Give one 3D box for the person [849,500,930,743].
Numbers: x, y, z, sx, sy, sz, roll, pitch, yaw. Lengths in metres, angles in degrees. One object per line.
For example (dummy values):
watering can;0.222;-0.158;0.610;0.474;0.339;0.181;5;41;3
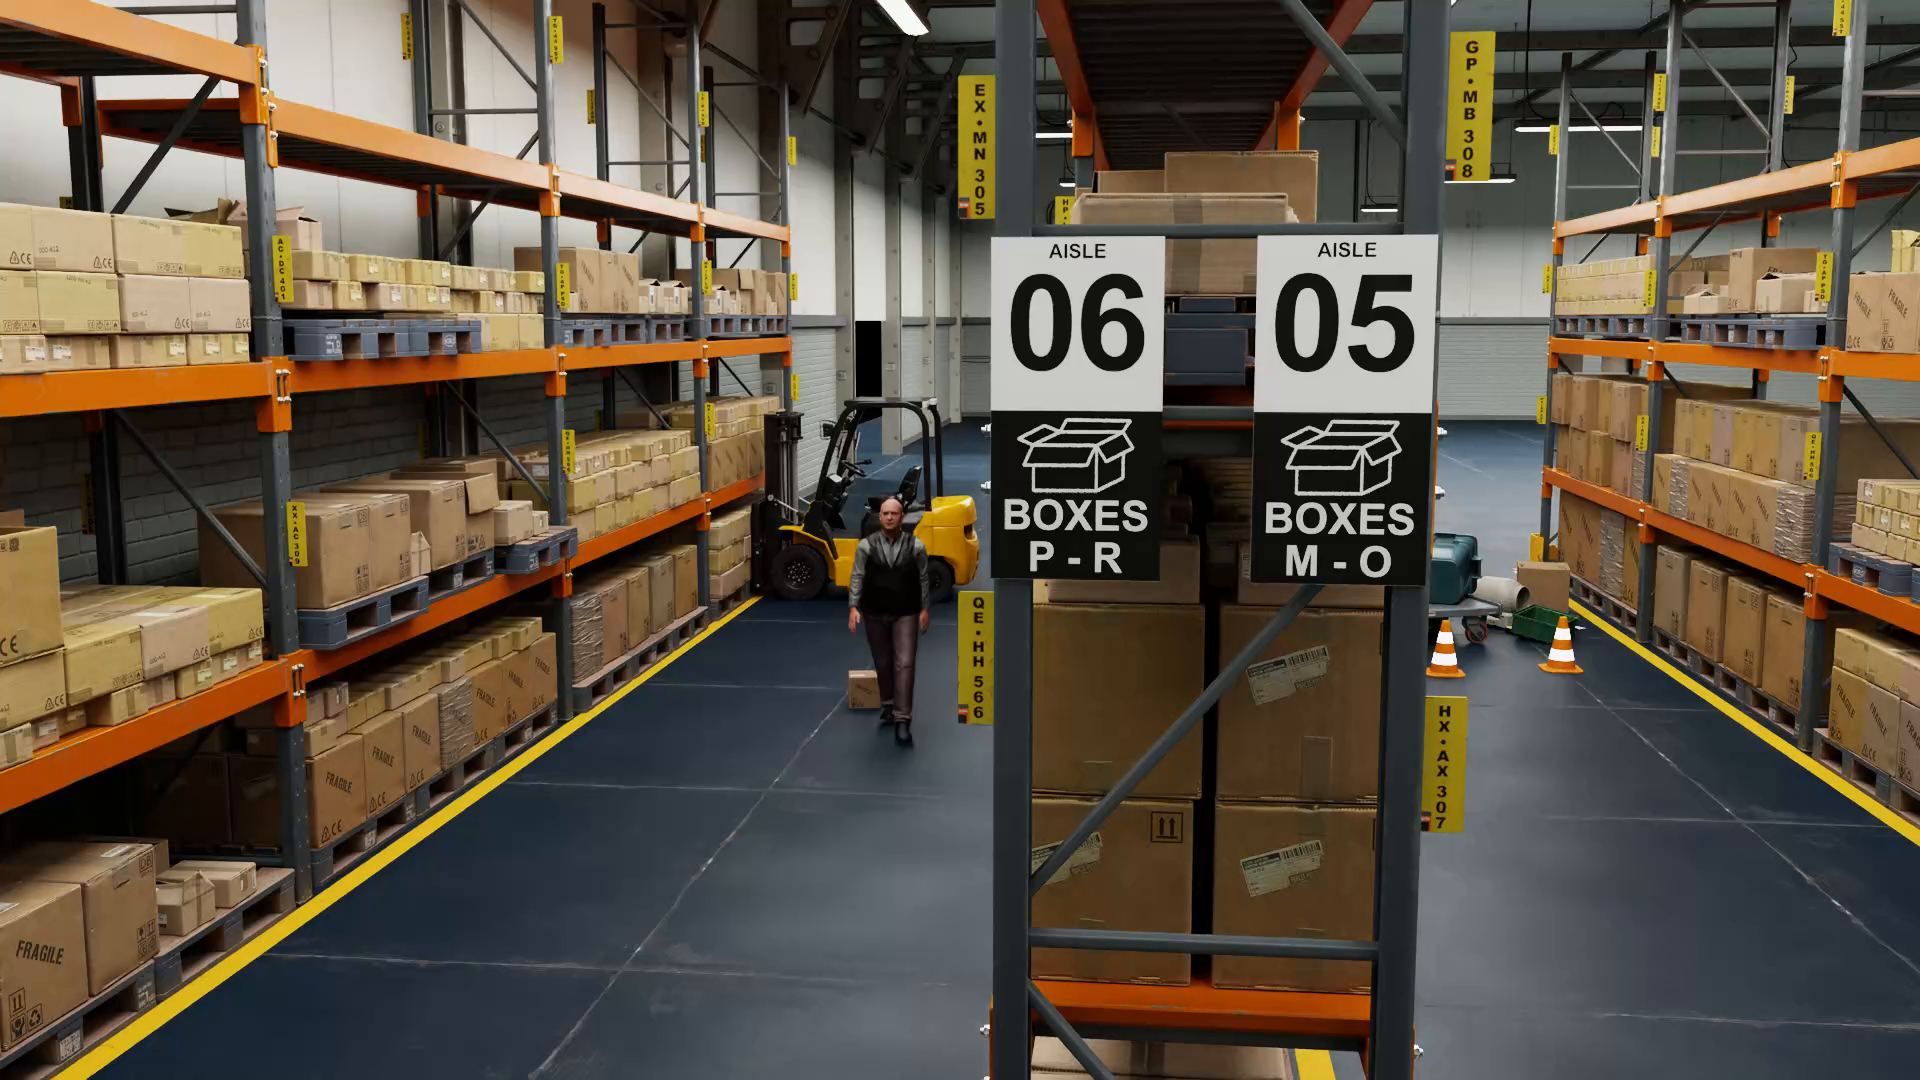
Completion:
person;-0.521;0.551;12.082;0.575;1.674;0.962;0;8;4
